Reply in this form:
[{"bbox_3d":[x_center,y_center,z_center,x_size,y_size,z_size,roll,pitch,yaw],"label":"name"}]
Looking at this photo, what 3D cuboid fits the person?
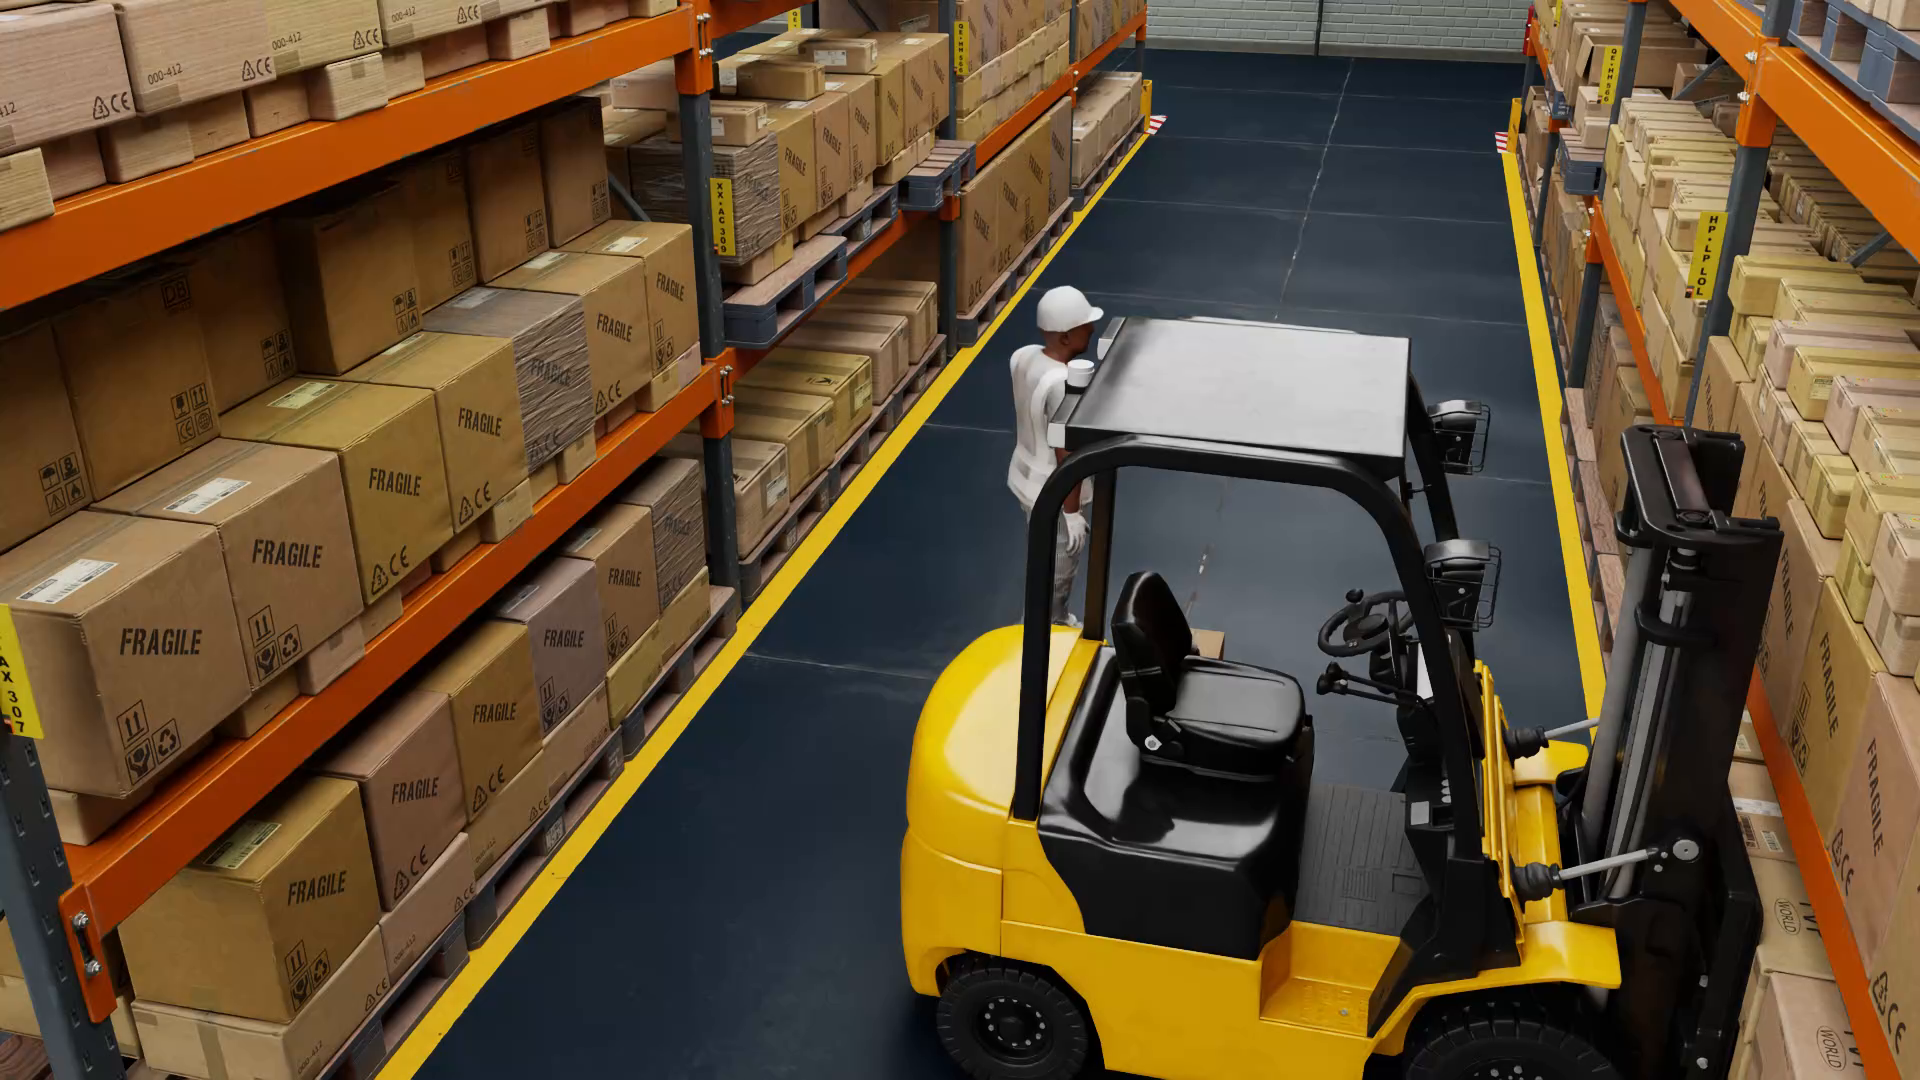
[{"bbox_3d":[0.463,-0.217,7.015,0.579,1.778,0.663,-7,26,-15],"label":"person"}]
